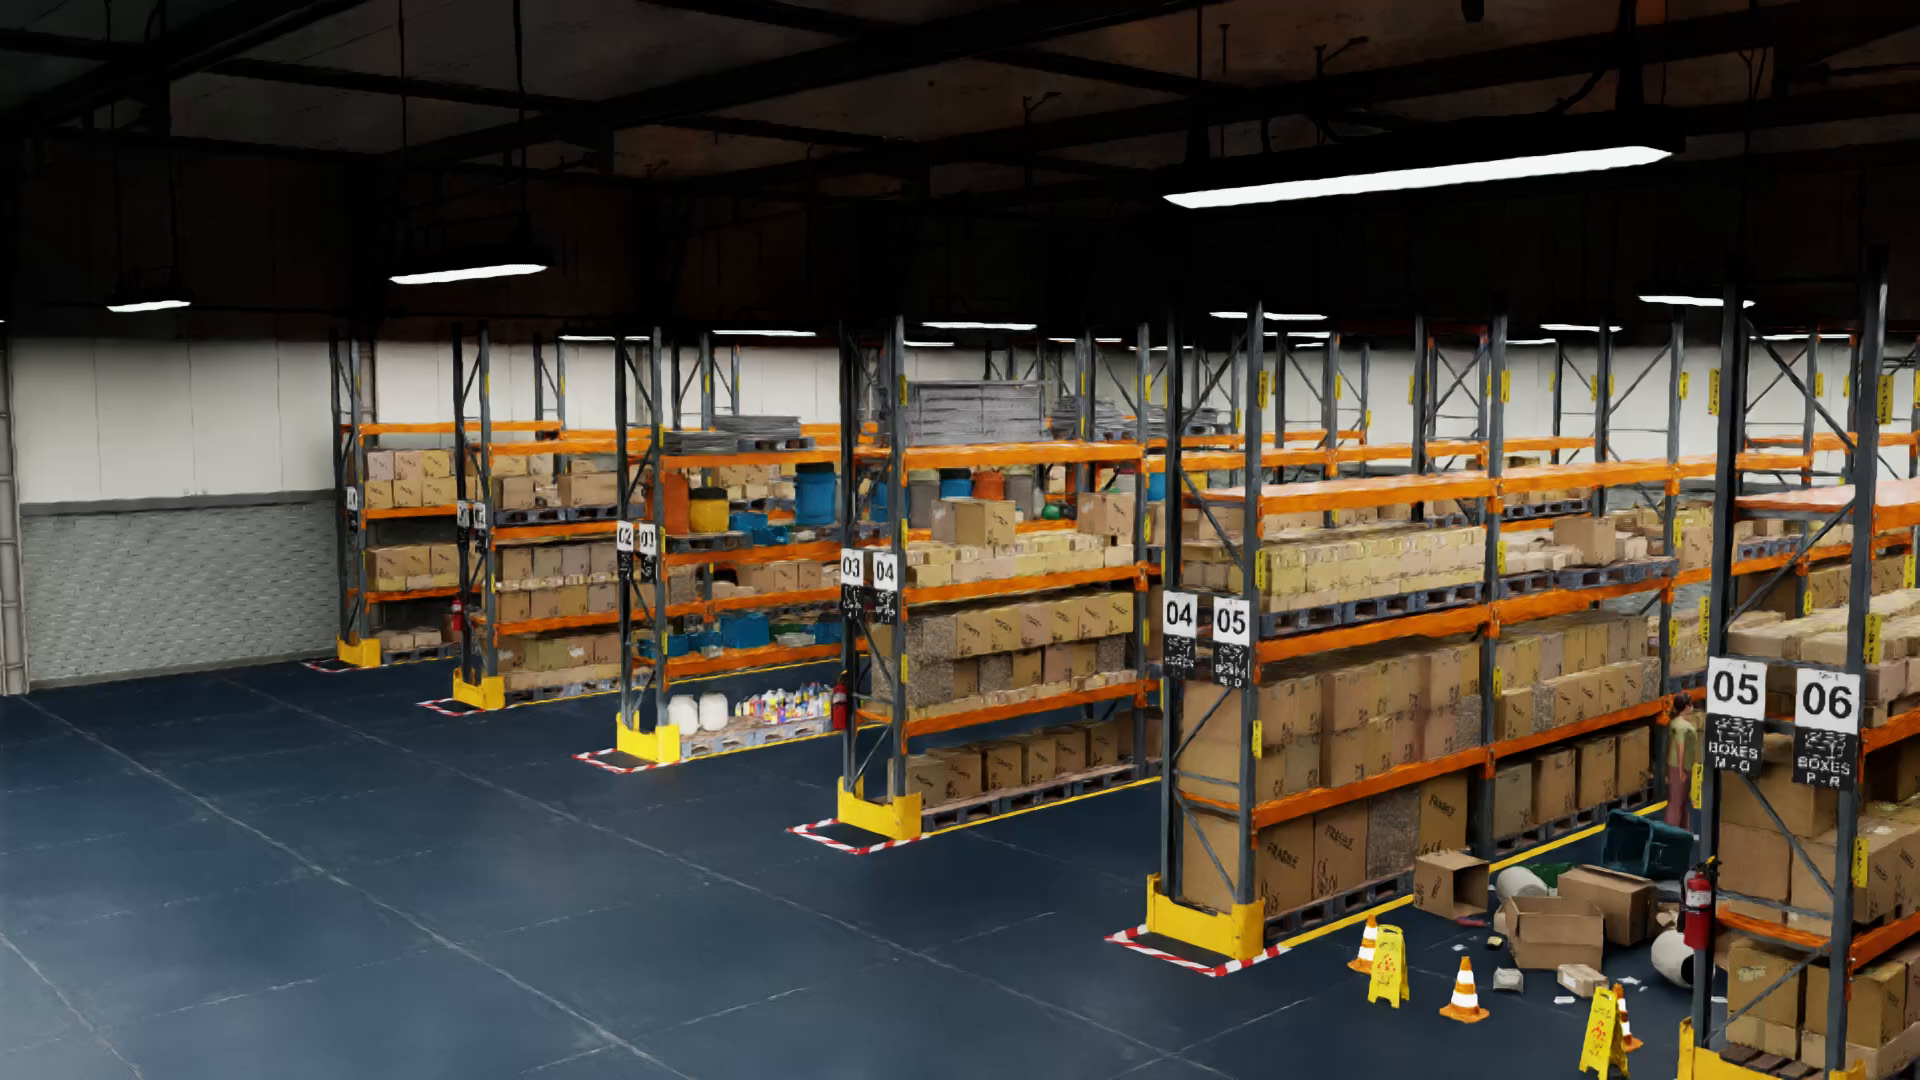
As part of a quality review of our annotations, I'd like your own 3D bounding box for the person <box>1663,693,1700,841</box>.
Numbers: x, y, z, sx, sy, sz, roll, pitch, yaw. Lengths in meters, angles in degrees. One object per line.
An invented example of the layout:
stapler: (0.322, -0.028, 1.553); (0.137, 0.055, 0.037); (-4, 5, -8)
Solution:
person: (7.965, 2.513, 18.285); (0.434, 1.673, 0.494); (2, 6, 18)
